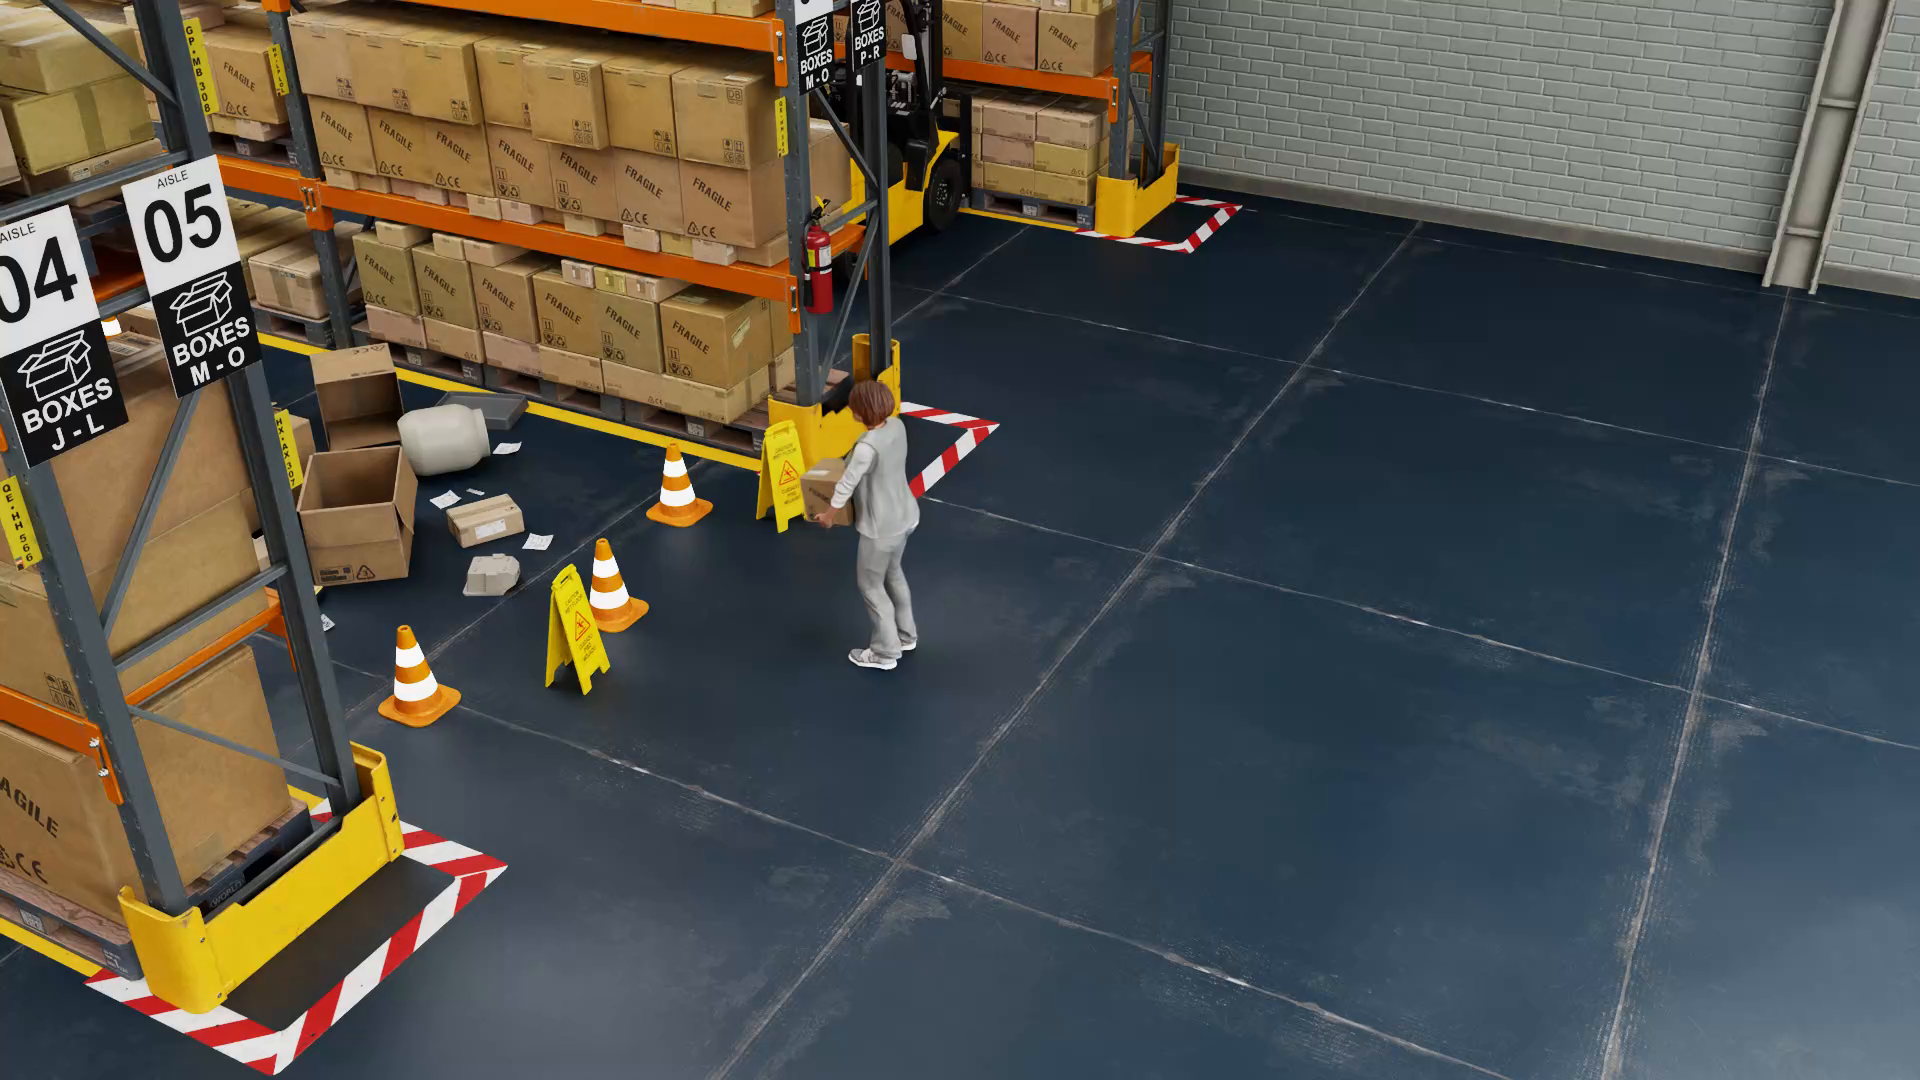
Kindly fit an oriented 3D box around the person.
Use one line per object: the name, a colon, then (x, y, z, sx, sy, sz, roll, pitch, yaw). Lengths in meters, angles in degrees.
person: (-0.462, -0.092, 8.454, 0.508, 1.596, 0.375, 14, 33, 22)
